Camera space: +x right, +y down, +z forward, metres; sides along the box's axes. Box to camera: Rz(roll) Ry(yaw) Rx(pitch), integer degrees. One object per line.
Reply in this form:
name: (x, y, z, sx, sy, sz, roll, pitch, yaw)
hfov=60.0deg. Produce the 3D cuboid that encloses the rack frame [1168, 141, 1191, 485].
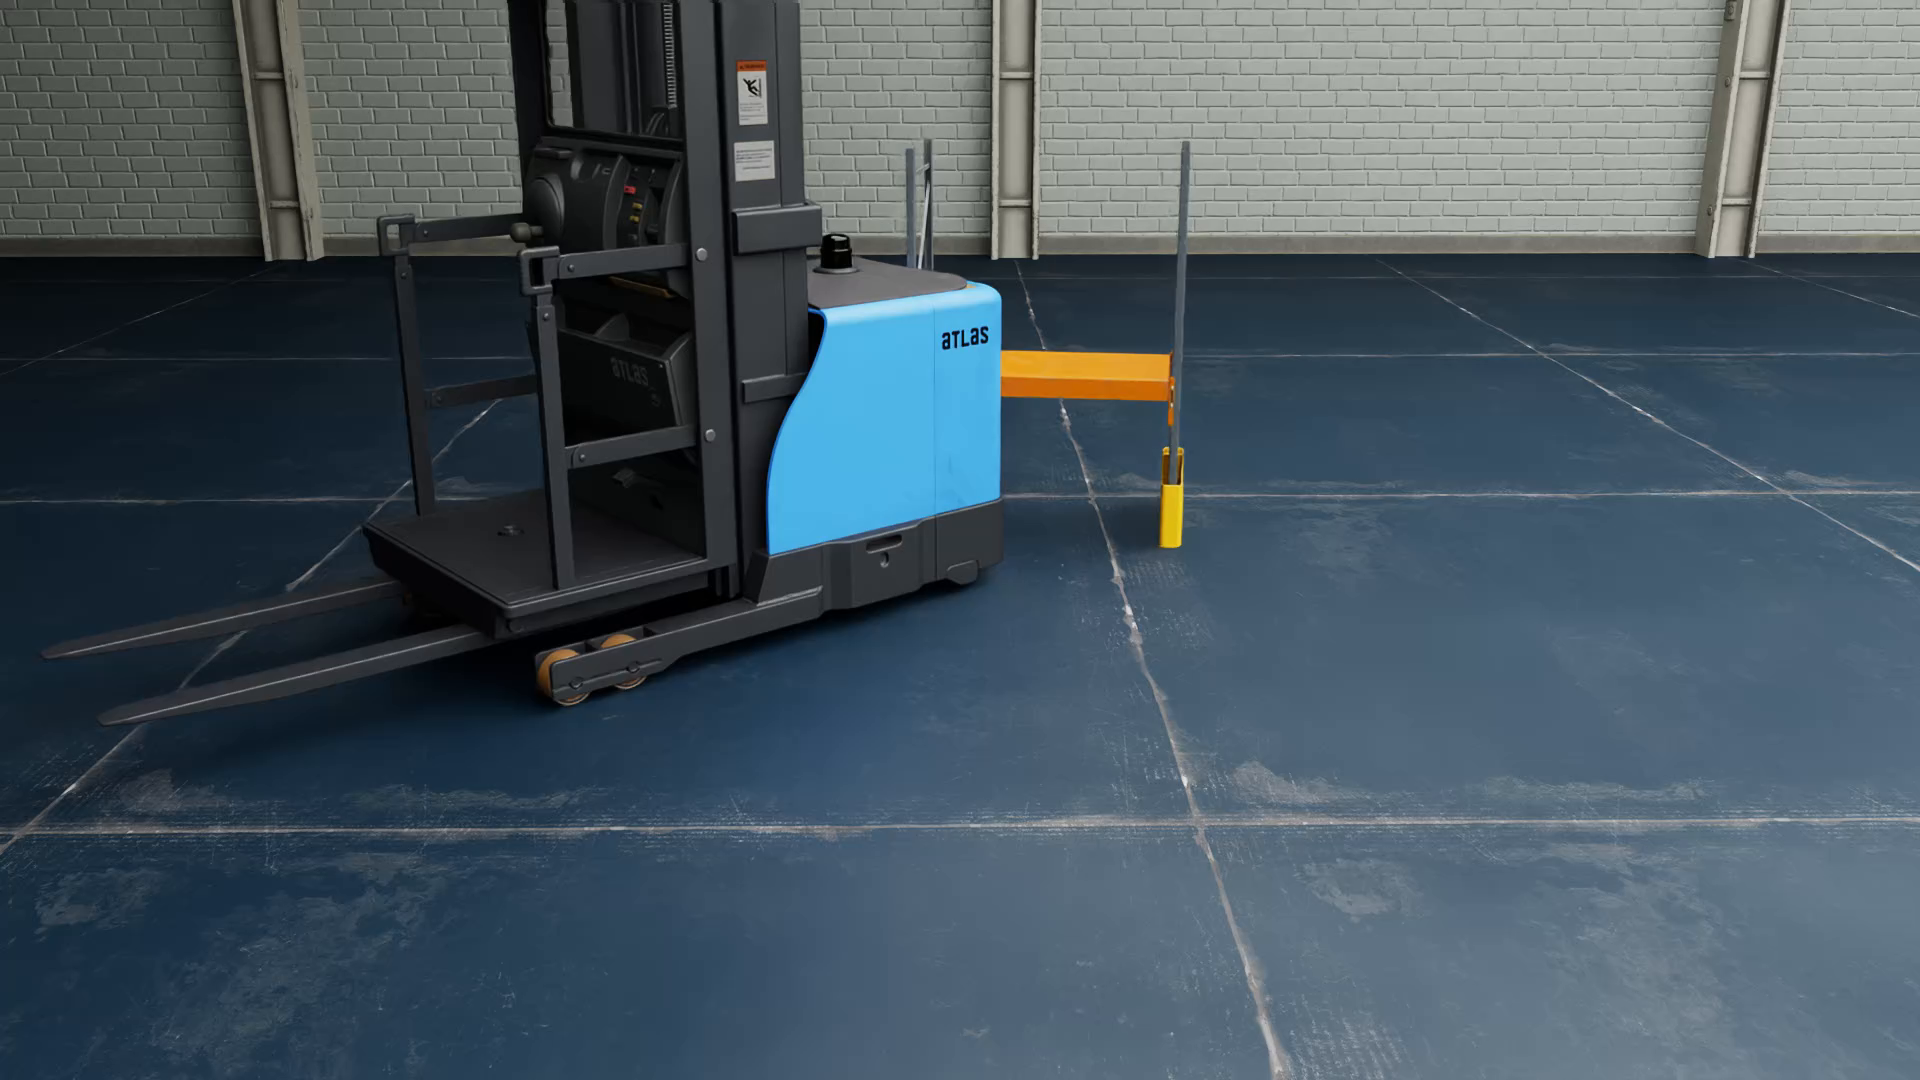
rack frame: (0.853, -0.774, 6.504, 0.032, 1.500, 0.500, 2, 18, 7)

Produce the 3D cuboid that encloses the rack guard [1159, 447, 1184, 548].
rack guard: (0.852, -0.179, 6.695, 0.087, 0.250, 0.587, 2, 18, 7)

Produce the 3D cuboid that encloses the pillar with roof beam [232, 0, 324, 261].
pillar with roof beam: (-5.477, -5.322, 8.405, 0.400, 9.000, 9.100, 0, 18, -1)

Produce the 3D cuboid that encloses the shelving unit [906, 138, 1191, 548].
shelving unit: (0.358, -0.793, 6.565, 1.083, 1.500, 0.587, 2, 18, 7)

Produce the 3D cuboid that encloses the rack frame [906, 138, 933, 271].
rack frame: (-0.155, -0.813, 6.627, 0.032, 1.500, 0.500, 2, 18, 7)

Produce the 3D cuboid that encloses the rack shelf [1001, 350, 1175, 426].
rack shelf: (0.349, -0.622, 6.621, 1.000, 0.185, 0.538, 2, 18, 7)

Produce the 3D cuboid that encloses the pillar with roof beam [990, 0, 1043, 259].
pillar with roof beam: (0.522, -5.351, 8.495, 0.400, 9.000, 9.100, 0, 18, -1)

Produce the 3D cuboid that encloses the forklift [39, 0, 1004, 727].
forklift: (-1.291, -1.079, 5.112, 3.031, 2.935, 1.130, -15, 23, -38)

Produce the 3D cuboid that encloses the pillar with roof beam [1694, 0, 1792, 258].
pillar with roof beam: (6.521, -5.380, 8.585, 0.400, 9.000, 9.100, 0, 18, -1)
